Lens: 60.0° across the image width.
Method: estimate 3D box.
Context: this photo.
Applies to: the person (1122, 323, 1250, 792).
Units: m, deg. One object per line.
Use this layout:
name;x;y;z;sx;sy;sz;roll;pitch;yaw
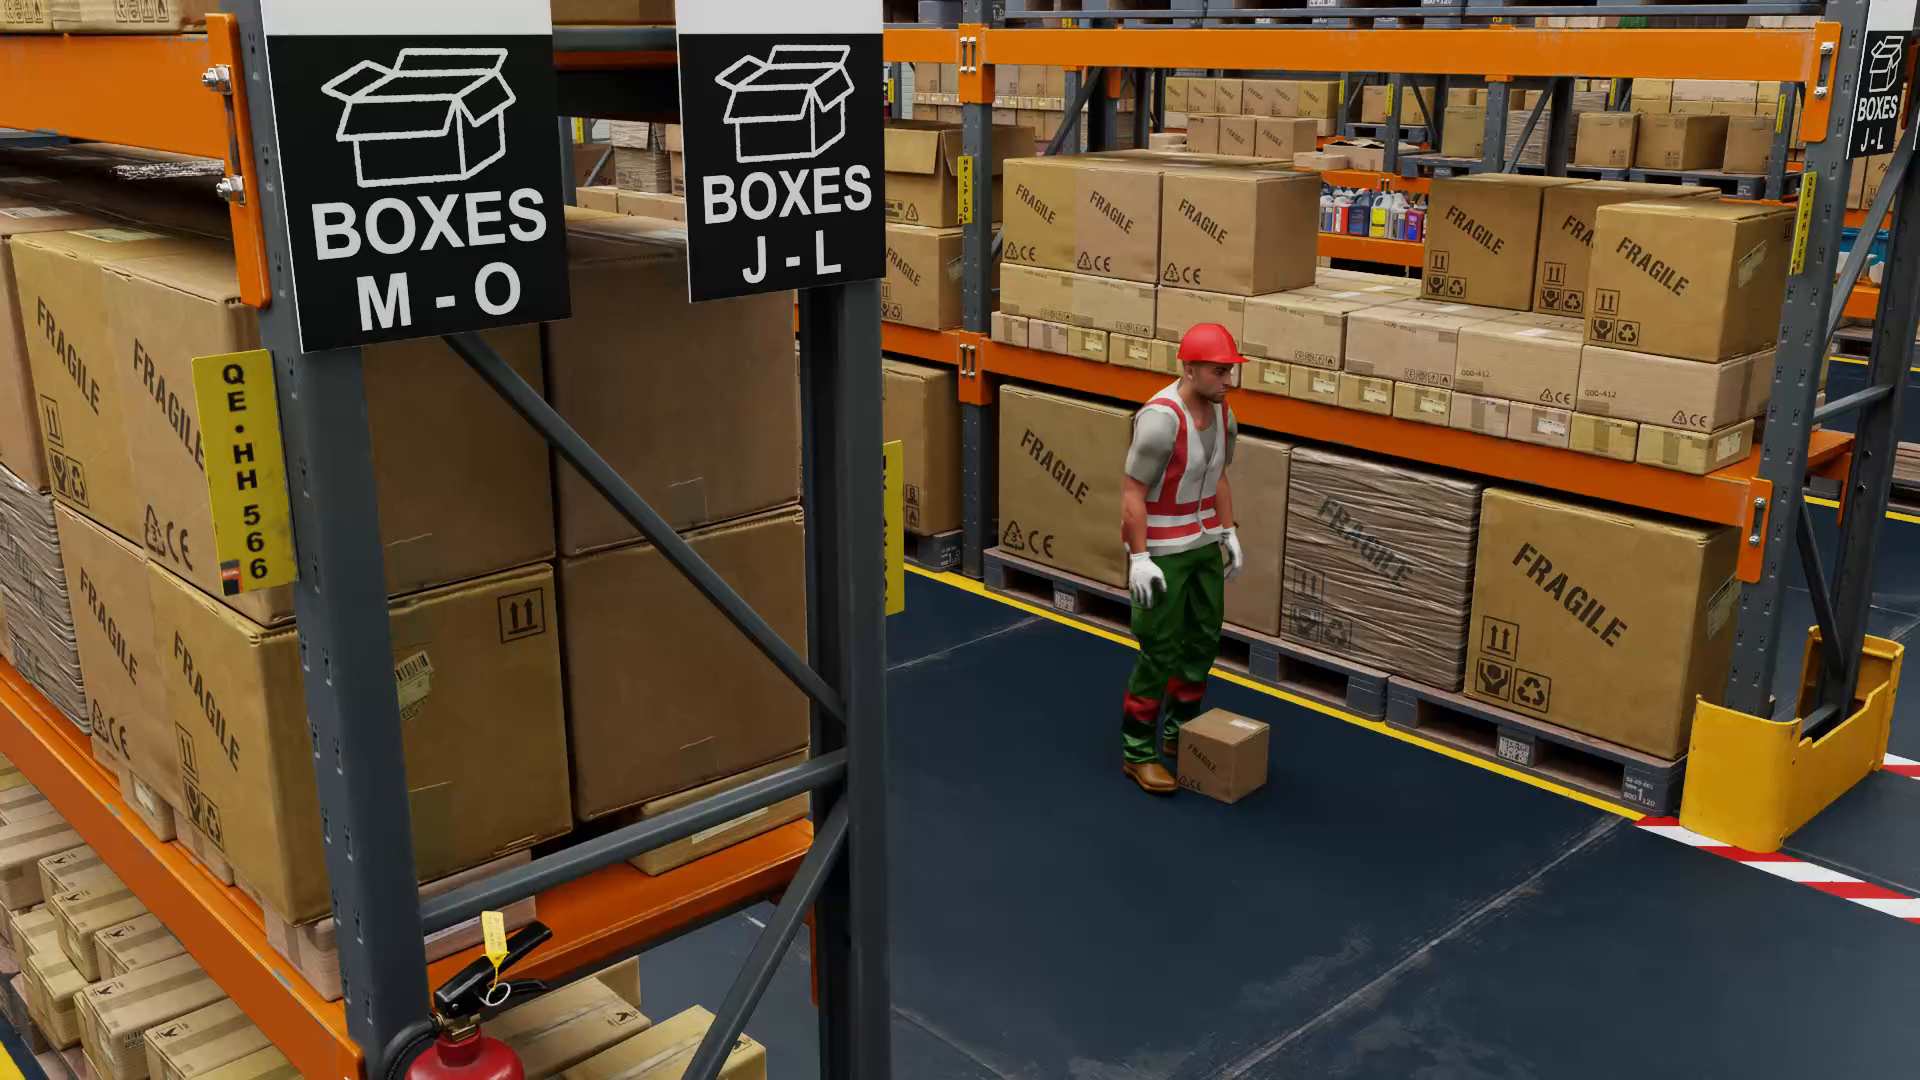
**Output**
person;-0.542;-1.791;12.334;7.105;1.777;11.511;-15;23;-41
